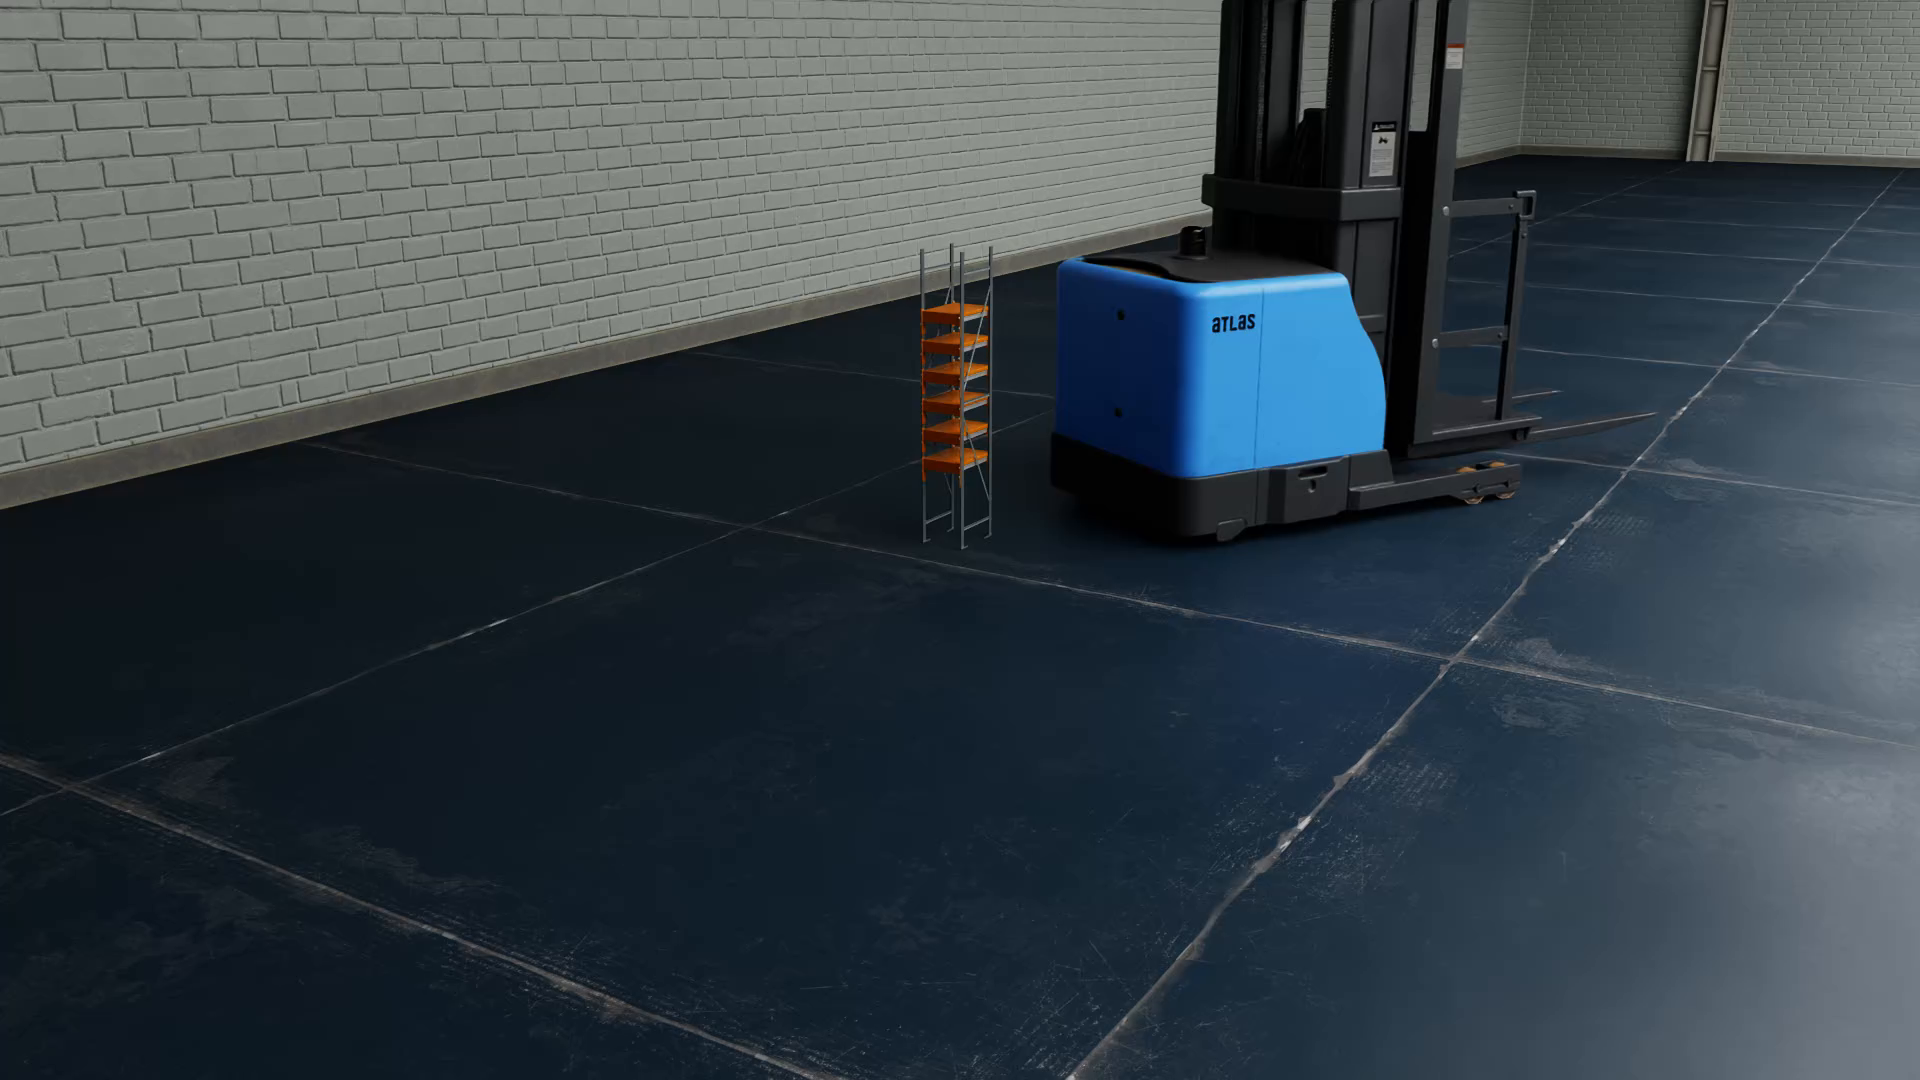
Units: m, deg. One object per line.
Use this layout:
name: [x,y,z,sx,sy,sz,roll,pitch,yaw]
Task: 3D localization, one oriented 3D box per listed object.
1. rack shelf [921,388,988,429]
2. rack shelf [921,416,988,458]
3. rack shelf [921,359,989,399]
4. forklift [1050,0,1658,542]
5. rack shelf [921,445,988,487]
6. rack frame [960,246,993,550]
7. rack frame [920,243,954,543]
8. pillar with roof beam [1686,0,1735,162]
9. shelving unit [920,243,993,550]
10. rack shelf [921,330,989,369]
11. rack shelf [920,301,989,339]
rack shelf: [-0.012,-0.534,6.727,0.180,0.103,0.258,10,20,30]
rack shelf: [-0.012,-0.419,6.762,0.180,0.103,0.258,10,20,30]
rack shelf: [-0.012,-0.649,6.692,0.180,0.103,0.258,10,20,30]
forklift: [1.947,-1.683,7.379,3.031,2.935,1.130,-9,19,-28]
rack shelf: [-0.012,-0.304,6.797,0.180,0.103,0.258,10,20,30]
rack frame: [0.066,-0.562,6.668,0.006,1.200,0.240,10,20,30]
rack frame: [-0.090,-0.590,6.760,0.006,1.200,0.240,10,20,30]
pillar with roof beam: [10.025,-9.531,22.777,0.400,9.000,9.100,10,20,30]
shelving unit: [-0.012,-0.576,6.714,0.189,1.200,0.258,10,20,30]
rack shelf: [-0.012,-0.763,6.657,0.180,0.103,0.258,10,20,30]
rack shelf: [-0.012,-0.878,6.622,0.180,0.103,0.258,10,20,30]
